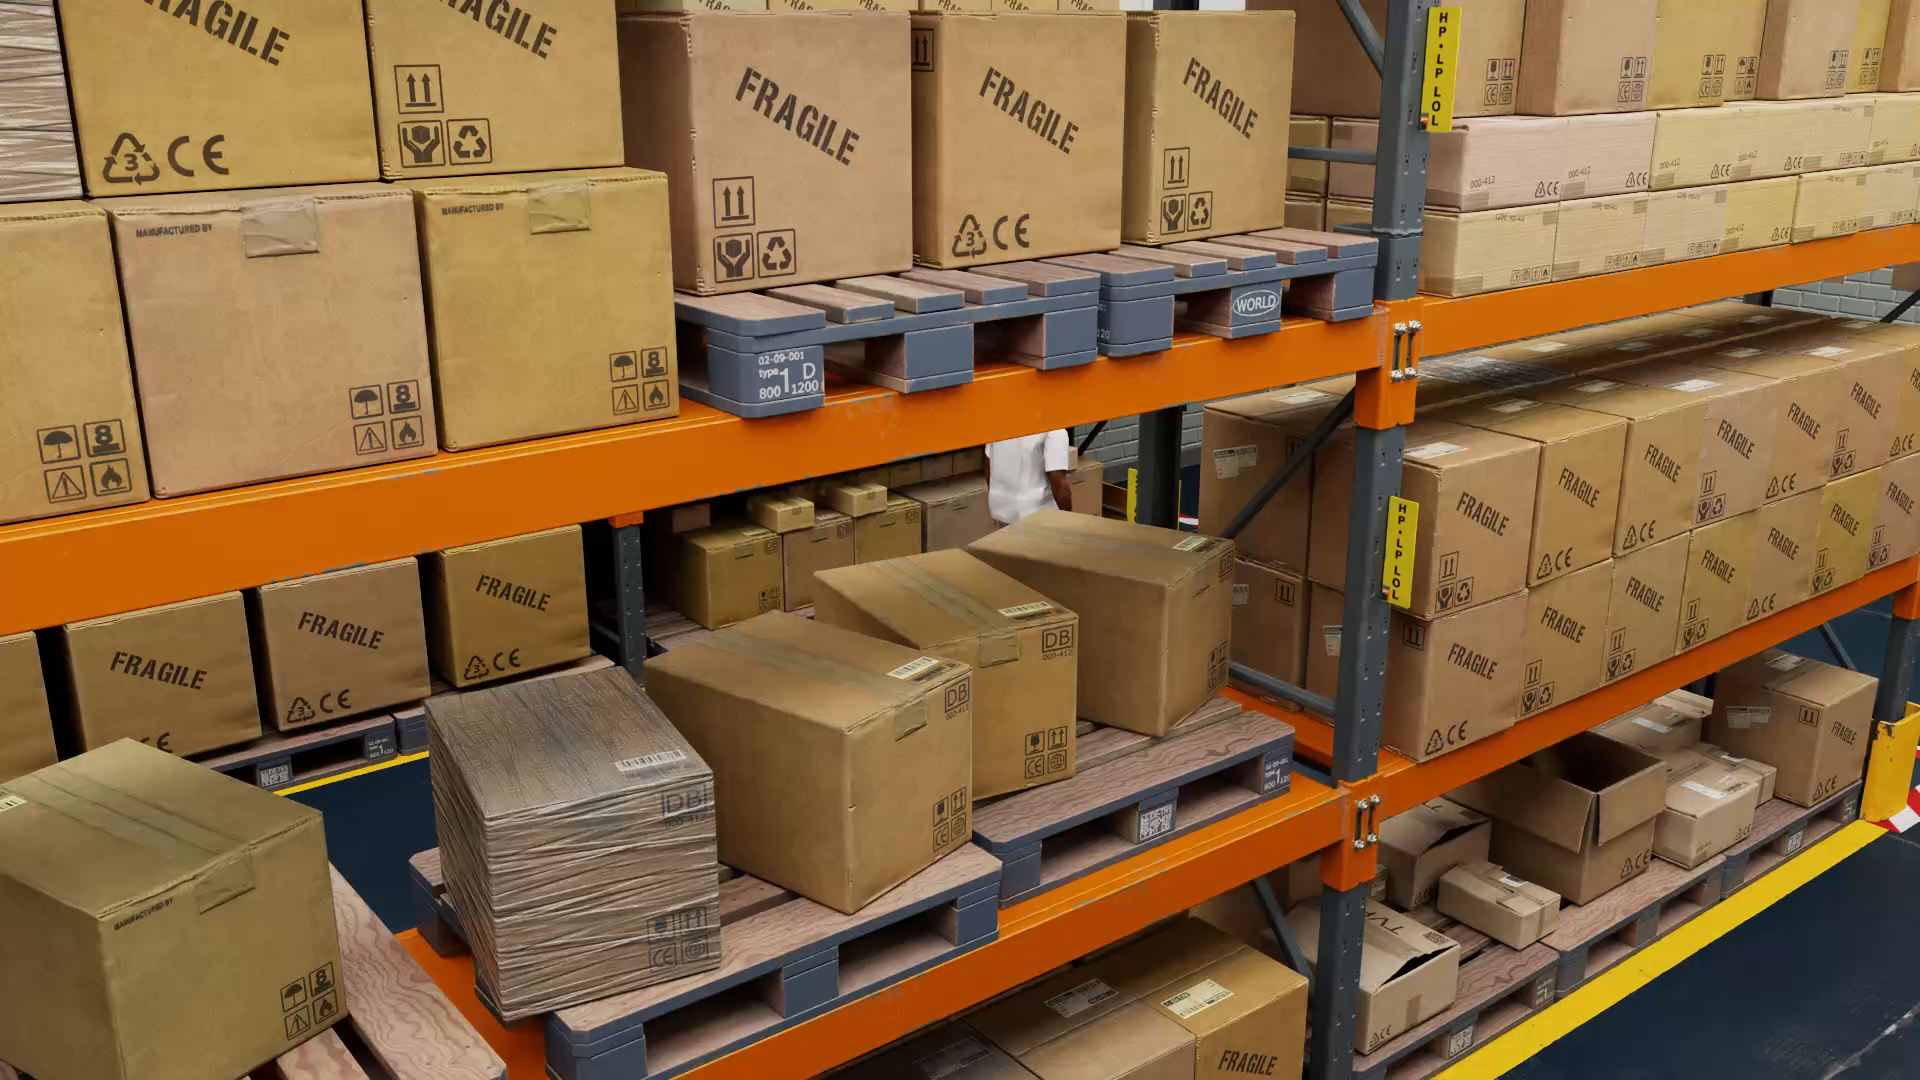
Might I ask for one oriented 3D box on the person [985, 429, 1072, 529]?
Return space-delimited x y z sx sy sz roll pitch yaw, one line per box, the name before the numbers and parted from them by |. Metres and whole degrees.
person | 0.409 -0.165 9.540 0.454 1.761 0.636 -16 23 -40
